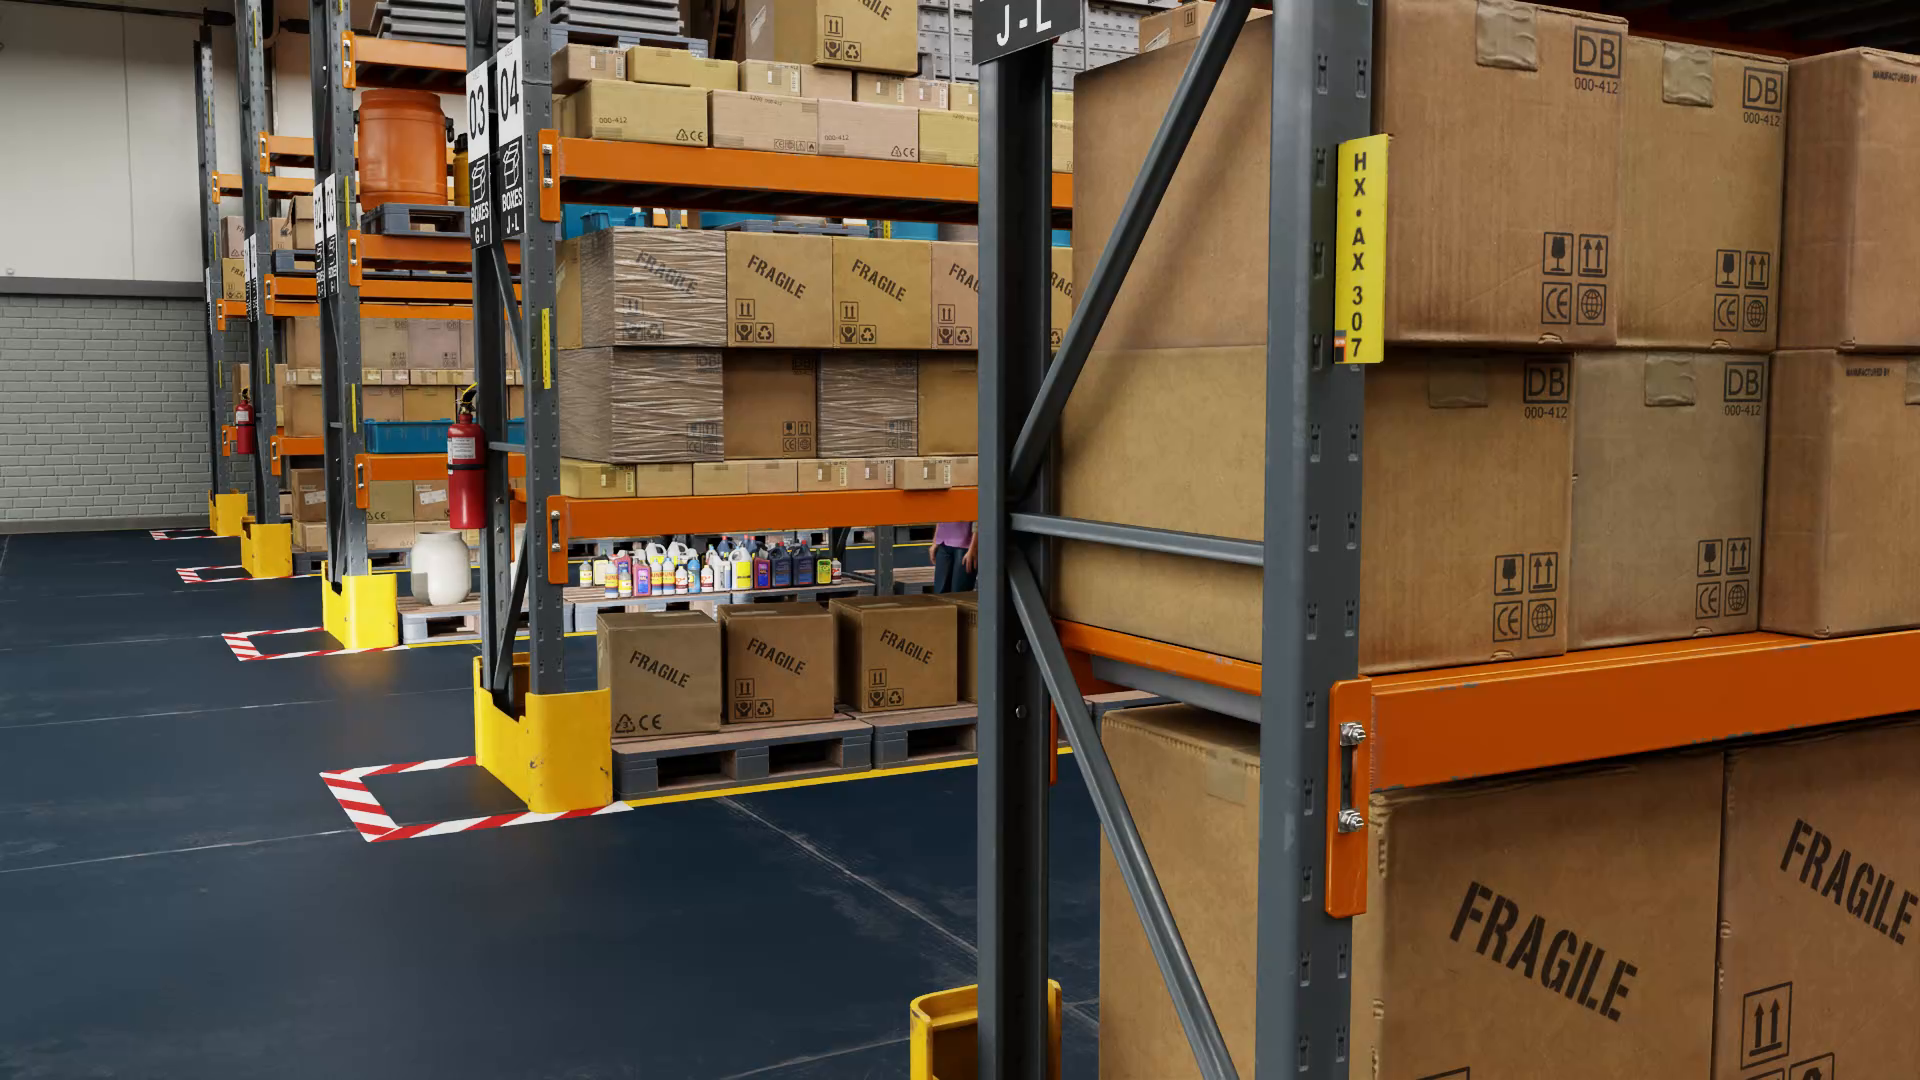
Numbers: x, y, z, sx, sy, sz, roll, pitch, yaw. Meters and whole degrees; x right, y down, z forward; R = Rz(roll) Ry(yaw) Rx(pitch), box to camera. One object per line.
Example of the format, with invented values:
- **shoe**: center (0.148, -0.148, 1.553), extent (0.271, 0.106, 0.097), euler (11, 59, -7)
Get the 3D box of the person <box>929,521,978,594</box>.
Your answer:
- **person**: center (-0.017, 0.063, 10.027), extent (0.340, 1.594, 0.484), euler (-3, 6, -31)
